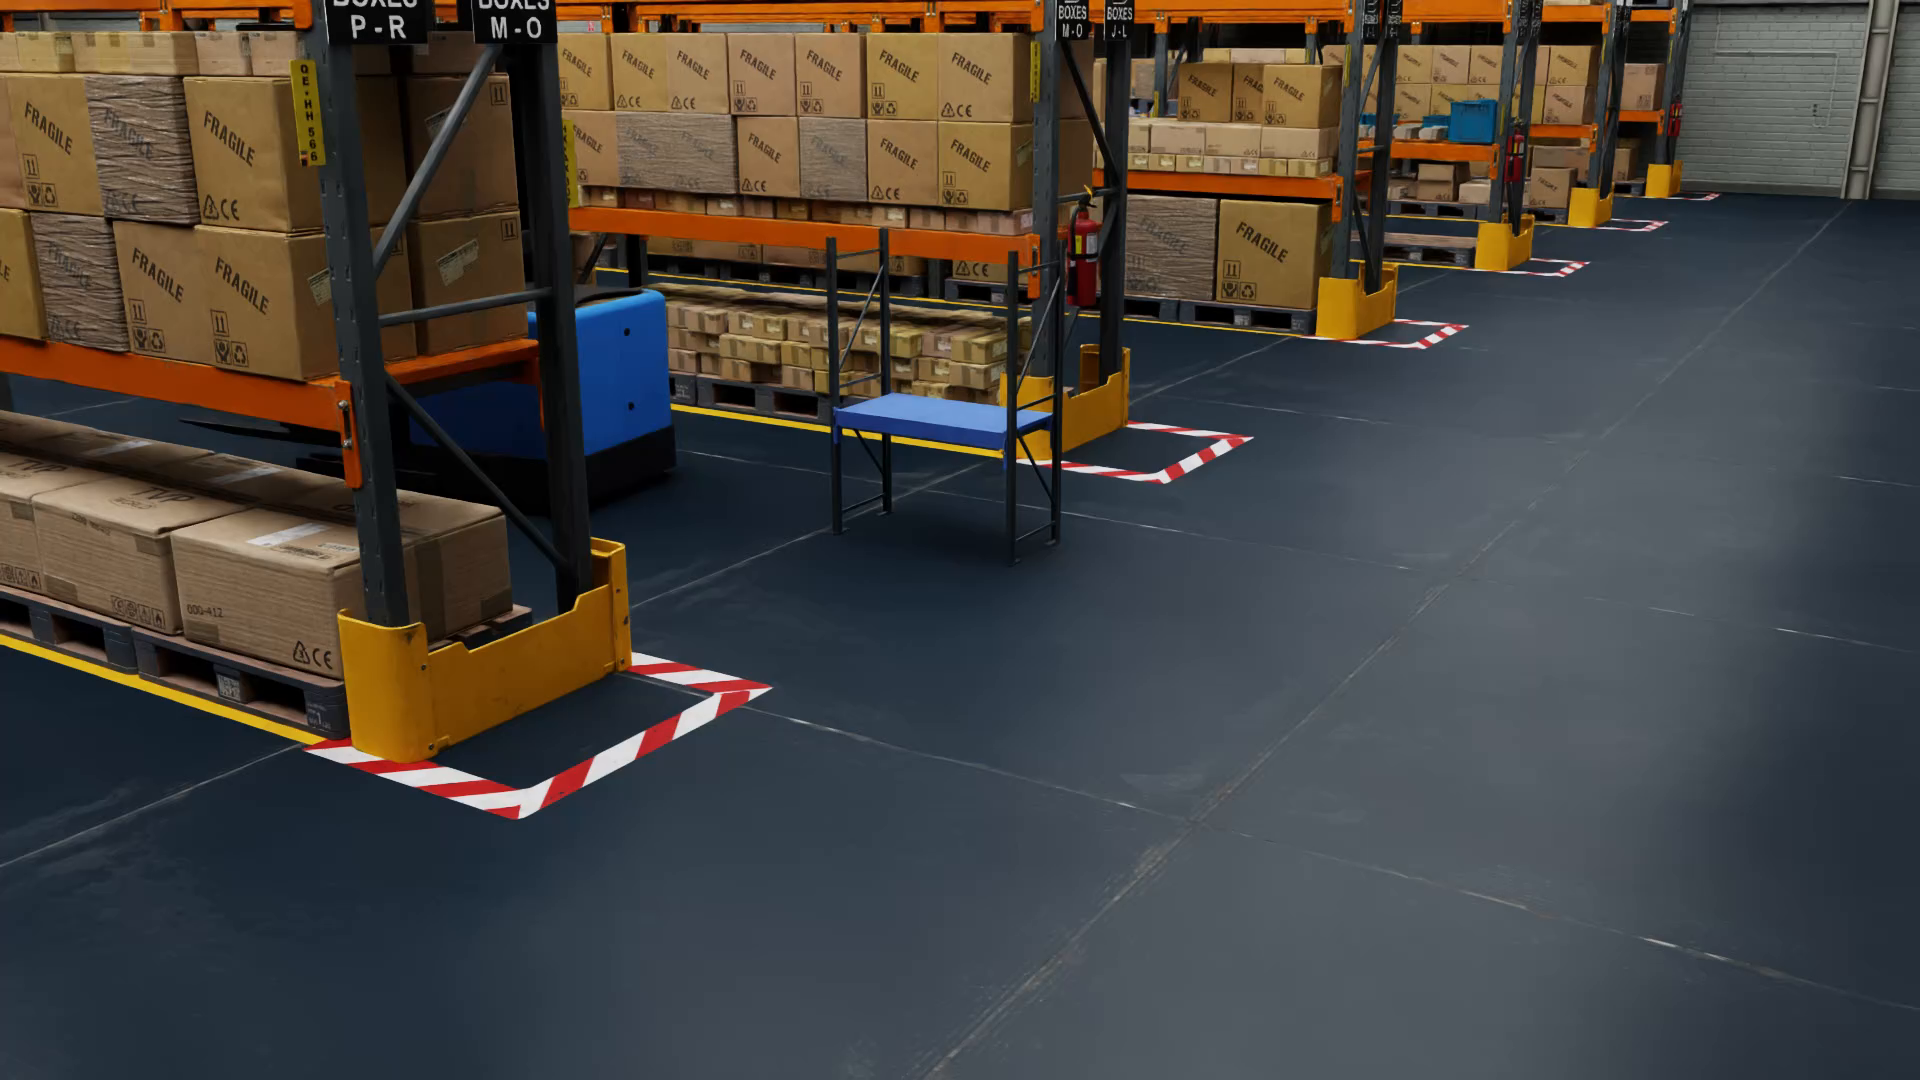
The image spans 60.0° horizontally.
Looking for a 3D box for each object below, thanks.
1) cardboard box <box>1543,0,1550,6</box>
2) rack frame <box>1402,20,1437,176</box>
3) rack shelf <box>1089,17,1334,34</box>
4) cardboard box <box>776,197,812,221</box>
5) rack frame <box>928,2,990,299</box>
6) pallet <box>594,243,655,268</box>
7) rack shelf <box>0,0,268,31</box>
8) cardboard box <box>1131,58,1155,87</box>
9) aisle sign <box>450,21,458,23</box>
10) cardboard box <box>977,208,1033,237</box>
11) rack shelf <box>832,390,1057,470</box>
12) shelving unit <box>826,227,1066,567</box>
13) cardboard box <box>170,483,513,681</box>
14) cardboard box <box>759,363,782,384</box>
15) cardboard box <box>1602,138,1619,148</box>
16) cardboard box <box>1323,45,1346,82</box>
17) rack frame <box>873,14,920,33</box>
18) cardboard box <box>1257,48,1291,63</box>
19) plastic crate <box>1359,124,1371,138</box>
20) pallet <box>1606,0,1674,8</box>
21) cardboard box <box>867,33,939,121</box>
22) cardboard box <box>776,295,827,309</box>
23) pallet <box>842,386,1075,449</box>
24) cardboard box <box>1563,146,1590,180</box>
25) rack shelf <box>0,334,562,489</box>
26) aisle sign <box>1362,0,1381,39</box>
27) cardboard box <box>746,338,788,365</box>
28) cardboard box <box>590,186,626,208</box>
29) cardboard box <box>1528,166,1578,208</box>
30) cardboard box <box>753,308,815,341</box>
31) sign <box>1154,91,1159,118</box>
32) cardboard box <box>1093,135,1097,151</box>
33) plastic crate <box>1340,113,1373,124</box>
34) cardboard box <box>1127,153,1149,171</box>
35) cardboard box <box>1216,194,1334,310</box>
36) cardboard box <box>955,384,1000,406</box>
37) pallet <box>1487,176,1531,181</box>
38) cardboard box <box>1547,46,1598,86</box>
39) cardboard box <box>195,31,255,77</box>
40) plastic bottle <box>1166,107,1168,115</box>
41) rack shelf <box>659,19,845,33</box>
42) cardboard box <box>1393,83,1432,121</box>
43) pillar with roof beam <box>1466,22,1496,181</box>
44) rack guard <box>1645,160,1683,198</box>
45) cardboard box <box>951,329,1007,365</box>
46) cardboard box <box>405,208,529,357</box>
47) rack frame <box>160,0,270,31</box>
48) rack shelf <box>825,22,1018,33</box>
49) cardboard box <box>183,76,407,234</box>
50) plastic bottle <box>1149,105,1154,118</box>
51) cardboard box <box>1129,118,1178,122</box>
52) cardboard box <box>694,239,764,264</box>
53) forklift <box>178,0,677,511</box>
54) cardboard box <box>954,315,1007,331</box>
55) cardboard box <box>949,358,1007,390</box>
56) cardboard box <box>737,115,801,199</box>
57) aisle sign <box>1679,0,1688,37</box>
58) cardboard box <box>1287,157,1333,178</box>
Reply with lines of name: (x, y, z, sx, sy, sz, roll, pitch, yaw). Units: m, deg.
cardboard box: (7.605, -7.183, 21.964, 0.500, 0.250, 0.500, 10, 20, 30)
rack frame: (7.782, -7.564, 28.120, 0.127, 3.000, 1.000, 10, 20, 30)
rack shelf: (3.488, -7.731, 24.750, 4.000, 0.370, 1.077, 10, 20, 30)
cardboard box: (-0.980, -2.175, 10.814, 0.250, 0.149, 0.380, 11, 20, 31)
rack frame: (0.005, -3.883, 16.004, 0.127, 3.000, 1.000, 10, 20, 30)
pallet: (-4.069, -3.277, 18.805, 1.213, 0.211, 1.003, 10, 20, 30)
rack shelf: (-7.790, -4.674, 14.684, 4.000, 0.370, 1.077, 10, 20, 30)
cardboard box: (3.477, -8.578, 30.530, 0.500, 0.500, 0.700, 8, 19, 25)
aisle sign: (-7.843, -8.118, 25.471, 0.004, 0.787, 0.394, 10, 20, 30)
cardboard box: (0.306, -1.921, 9.977, 0.250, 0.149, 0.380, 10, 20, 30)
rack shelf: (-0.073, -0.558, 8.258, 1.000, 0.185, 0.538, 10, 20, 30)
shelving unit: (-0.073, -0.731, 8.206, 1.048, 1.500, 0.538, 10, 20, 30)
cardboard box: (-2.387, 0.129, 6.482, 0.875, 0.438, 0.875, 9, 19, 28)
cardboard box: (-1.144, -1.164, 11.234, 0.250, 0.149, 0.380, 11, 20, 32)
cardboard box: (10.337, -6.327, 26.510, 0.250, 0.149, 0.380, 10, 19, 29)
cardboard box: (5.447, -6.721, 23.454, 0.500, 0.500, 0.500, 11, 20, 31)
rack frame: (-0.811, -5.718, 22.046, 0.127, 3.000, 1.000, 10, 20, 30)
cardboard box: (5.512, -8.441, 29.000, 0.500, 0.250, 0.500, 10, 20, 30)
plastic crate: (4.465, -4.608, 18.740, 0.250, 0.136, 0.298, 10, 20, 30)
pallet: (10.553, -8.458, 26.057, 1.213, 0.211, 1.003, 10, 20, 30)
cardboard box: (-0.220, -2.815, 10.085, 0.500, 0.500, 0.500, 9, 19, 28)
cardboard box: (-1.088, -1.622, 11.719, 0.250, 0.149, 0.380, 9, 19, 28)
pallet: (-0.007, -0.871, 10.887, 1.213, 0.211, 1.003, 10, 20, 30)
cardboard box: (10.115, -6.118, 26.939, 0.500, 0.500, 0.700, 10, 20, 30)
rack shelf: (-3.477, -0.780, 7.027, 4.000, 0.370, 1.077, 10, 20, 30)
aisle sign: (3.318, -4.433, 13.343, 0.004, 0.787, 0.394, 10, 20, 30)
cardboard box: (-1.217, -1.283, 11.116, 0.250, 0.149, 0.380, 10, 20, 31)
cardboard box: (-2.348, -2.405, 11.570, 0.250, 0.149, 0.380, 11, 20, 32)
cardboard box: (8.009, -4.764, 22.447, 0.500, 0.500, 0.500, 10, 20, 30)
cardboard box: (-1.173, -1.444, 11.133, 0.250, 0.149, 0.380, 10, 20, 30)
sign: (2.308, -5.106, 19.555, 0.005, 0.325, 0.100, 10, 20, 30)
cardboard box: (1.134, -3.663, 15.026, 0.500, 0.250, 0.500, 11, 20, 31)
plastic crate: (4.590, -4.815, 19.257, 0.300, 0.233, 0.416, 10, 20, 30)
cardboard box: (1.635, -3.360, 14.713, 0.250, 0.149, 0.380, 11, 20, 31)
cardboard box: (2.826, -2.537, 14.504, 0.875, 0.875, 0.875, 10, 20, 30)
cardboard box: (0.174, -0.927, 10.455, 0.250, 0.149, 0.380, 11, 20, 31)
pallet: (9.433, -5.909, 27.471, 1.213, 0.211, 1.003, 10, 20, 30)
cardboard box: (8.078, -6.254, 21.915, 0.500, 0.500, 0.500, 10, 20, 30)
cardboard box: (-2.412, -1.695, 5.791, 0.250, 0.149, 0.380, 11, 20, 31)
plastic bottle: (2.508, -5.216, 20.591, 0.133, 0.283, 0.061, 10, 20, 30)
rack shelf: (-3.329, -8.948, 28.756, 4.000, 0.370, 1.077, 10, 20, 30)
cardboard box: (6.347, -6.085, 23.081, 0.500, 0.500, 0.500, 10, 20, 30)
pillar with roof beam: (6.578, -9.476, 24.093, 0.400, 9.000, 9.100, 10, 20, 30)
rack guard: (11.211, -5.755, 26.469, 0.348, 0.500, 1.175, 10, 20, 30)
cardboard box: (0.148, -1.201, 10.333, 0.250, 0.149, 0.380, 10, 20, 31)
cardboard box: (-2.032, -1.012, 6.381, 0.500, 0.500, 0.500, 10, 20, 30)
rack frame: (-6.085, -3.279, 14.014, 0.127, 3.000, 1.000, 10, 20, 30)
rack shelf: (-0.739, -10.176, 32.796, 4.000, 0.370, 1.077, 10, 20, 30)
cardboard box: (-2.308, -1.361, 5.809, 0.500, 0.500, 0.500, 11, 20, 32)
plastic bottle: (2.432, -5.226, 20.511, 0.185, 0.351, 0.144, 10, 20, 30)
cardboard box: (1.826, -3.718, 15.207, 0.500, 0.250, 0.500, 10, 19, 29)
cardboard box: (-2.071, -3.428, 17.440, 0.875, 0.875, 1.225, 10, 20, 30)
forklift: (-3.191, -1.822, 9.337, 3.031, 2.935, 1.130, 7, 18, 23)
cardboard box: (0.165, -1.359, 10.854, 0.250, 0.149, 0.380, 11, 20, 31)
cardboard box: (0.133, -1.051, 10.350, 0.250, 0.149, 0.380, 10, 19, 29)
cardboard box: (-1.079, -2.489, 10.732, 0.500, 0.500, 0.500, 11, 20, 33)
aisle sign: (11.095, -8.114, 25.459, 0.004, 0.787, 0.394, 10, 20, 30)
cardboard box: (2.938, -3.127, 13.948, 0.250, 0.149, 0.380, 11, 20, 31)
